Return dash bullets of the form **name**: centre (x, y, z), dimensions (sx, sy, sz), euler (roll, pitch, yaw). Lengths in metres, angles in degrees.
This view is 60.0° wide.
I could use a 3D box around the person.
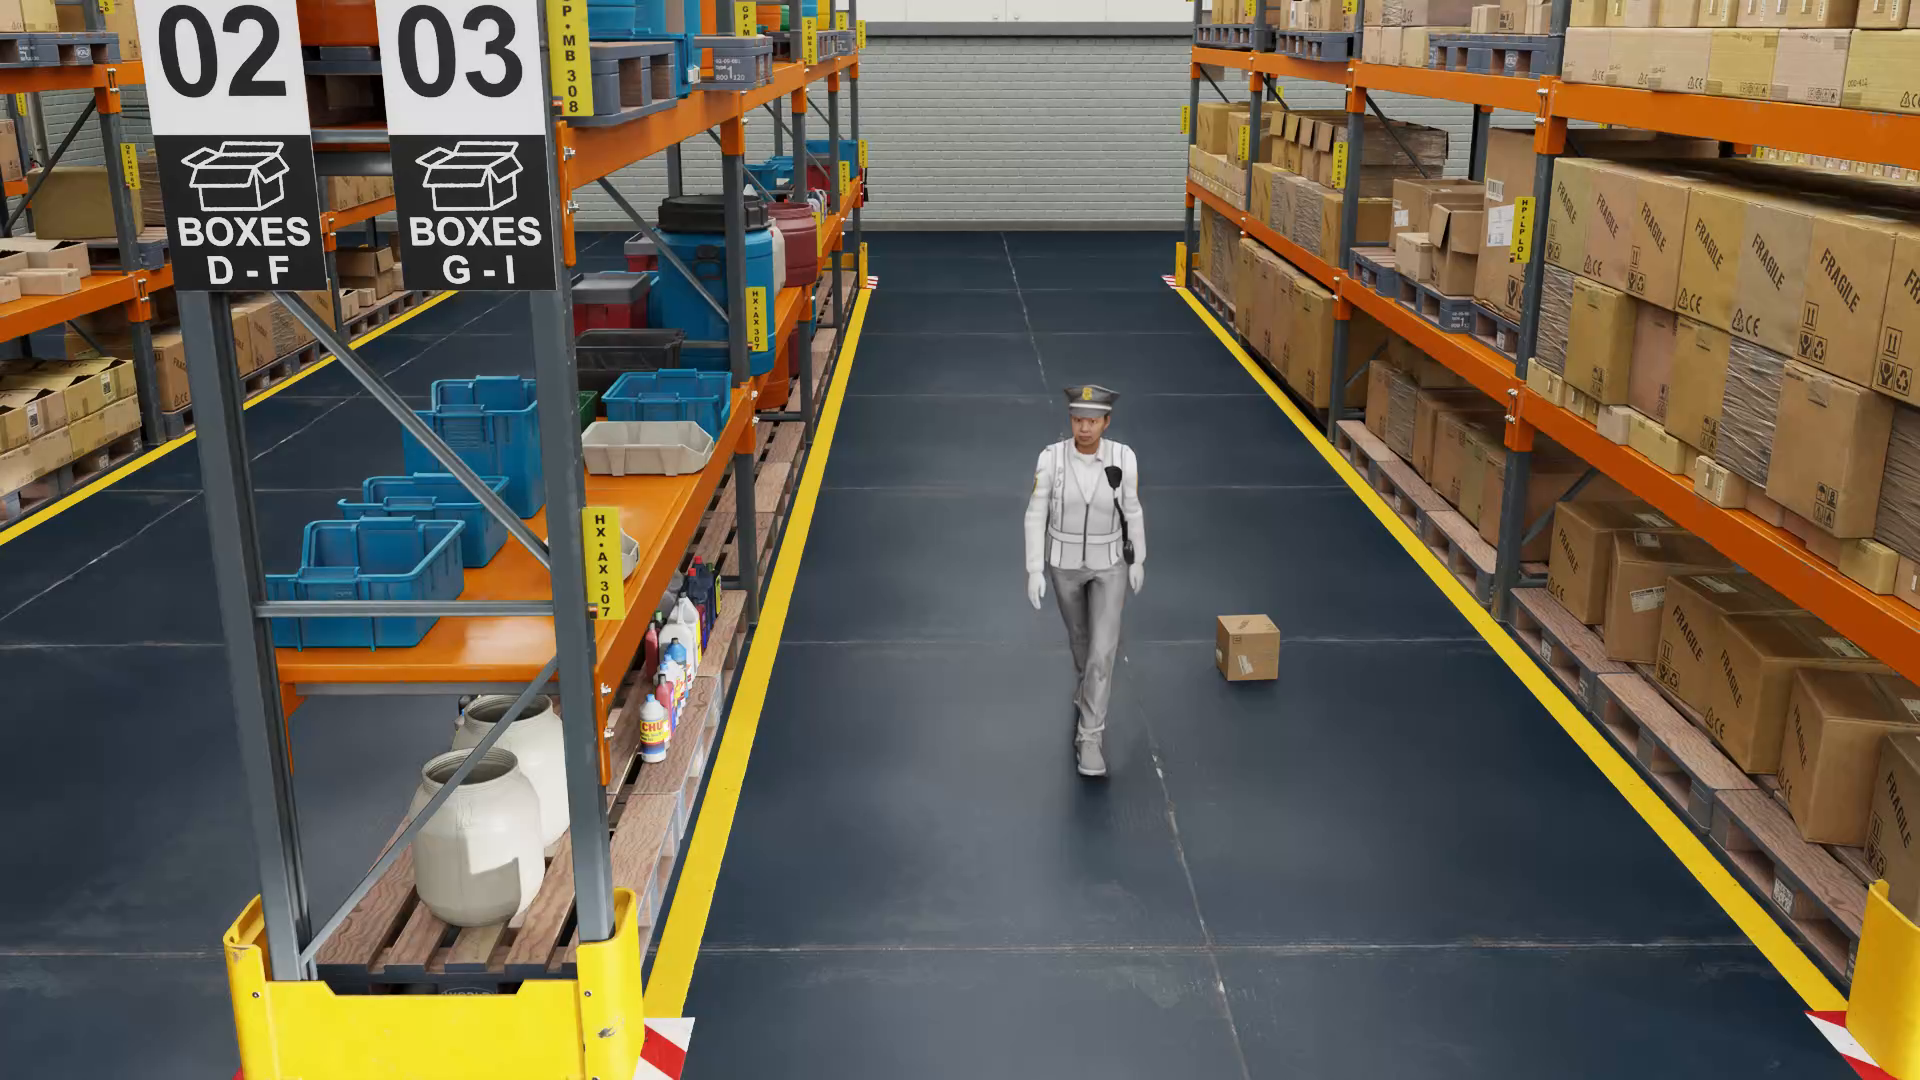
- **person**: centre (0.532, 0.098, 7.191), dimensions (0.515, 1.612, 1.020), euler (3, 18, 11)
